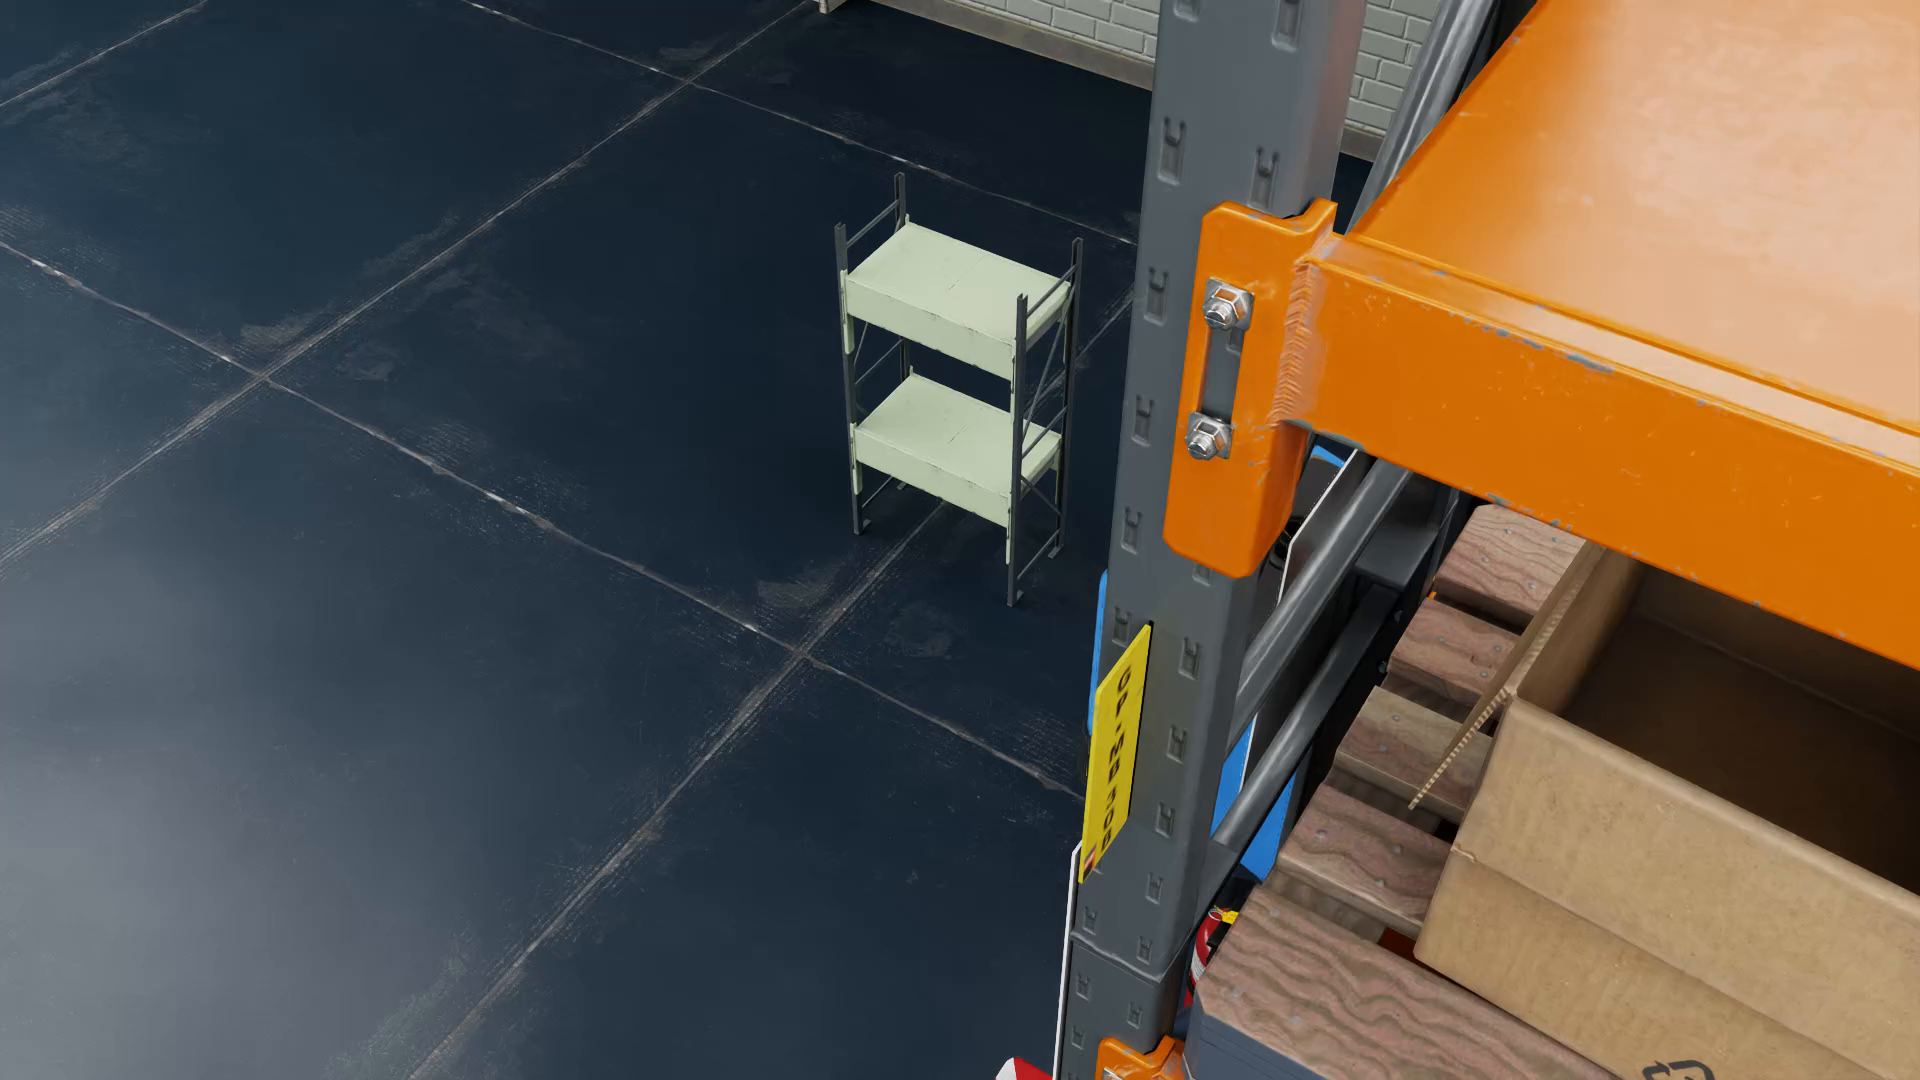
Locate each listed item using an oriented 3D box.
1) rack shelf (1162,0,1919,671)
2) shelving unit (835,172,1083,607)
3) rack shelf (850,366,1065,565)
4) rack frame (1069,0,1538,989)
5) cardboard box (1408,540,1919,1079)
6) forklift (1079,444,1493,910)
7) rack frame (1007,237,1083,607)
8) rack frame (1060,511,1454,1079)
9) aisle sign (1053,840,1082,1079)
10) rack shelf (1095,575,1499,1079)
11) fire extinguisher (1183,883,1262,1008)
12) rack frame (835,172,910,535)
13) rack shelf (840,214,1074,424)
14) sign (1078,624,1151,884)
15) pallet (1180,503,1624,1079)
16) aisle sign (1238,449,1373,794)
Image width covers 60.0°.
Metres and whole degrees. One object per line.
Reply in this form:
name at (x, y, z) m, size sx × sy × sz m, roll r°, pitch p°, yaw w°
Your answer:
rack shelf at (2.143, 0.342, 0.923) m, size 4.000 × 0.370 × 1.077 m, roll 25°, pitch 51°, yaw 22°
shelving unit at (-0.006, -0.525, 6.215) m, size 0.755 × 1.500 × 0.431 m, roll 25°, pitch 51°, yaw 22°
rack shelf at (-0.006, -0.298, 6.448) m, size 0.720 × 0.370 × 0.431 m, roll 25°, pitch 51°, yaw 22°
rack frame at (0.460, -0.822, 1.274) m, size 0.127 × 3.000 × 1.000 m, roll 25°, pitch 51°, yaw 22°
cardboard box at (0.941, 0.217, 1.894) m, size 0.637 × 0.503 × 0.797 m, roll 28°, pitch 52°, yaw 25°
forklift at (1.783, 0.382, 4.335) m, size 1.130 × 2.935 × 3.031 m, roll -33°, pitch 54°, yaw -28°
rack frame at (0.302, -0.384, 6.077) m, size 0.023 × 1.500 × 0.400 m, roll 25°, pitch 51°, yaw 22°
rack frame at (0.460, 1.268, 3.426) m, size 0.127 × 3.000 × 1.000 m, roll 25°, pitch 51°, yaw 22°
aisle sign at (0.239, 0.522, 2.339) m, size 0.004 × 0.787 × 0.394 m, roll 25°, pitch 51°, yaw 22°
rack shelf at (2.143, 1.248, 1.856) m, size 4.000 × 0.370 × 1.077 m, roll 25°, pitch 51°, yaw 22°
fire extinguisher at (0.611, 0.969, 3.771) m, size 0.183 × 0.674 × 0.296 m, roll 25°, pitch 51°, yaw 22°
rack frame at (-0.314, -0.667, 6.352) m, size 0.023 × 1.500 × 0.400 m, roll 25°, pitch 51°, yaw 22°
rack shelf at (-0.006, -0.797, 5.935) m, size 0.720 × 0.370 × 0.431 m, roll 25°, pitch 51°, yaw 22°
sign at (0.155, 0.224, 1.685) m, size 0.005 × 0.325 × 0.100 m, roll 25°, pitch 51°, yaw 22°
pallet at (1.041, 0.543, 2.101) m, size 1.213 × 0.211 × 1.003 m, roll 25°, pitch 51°, yaw 22°
aisle sign at (0.563, 0.160, 2.691) m, size 0.004 × 0.787 × 0.394 m, roll 25°, pitch 51°, yaw 22°
